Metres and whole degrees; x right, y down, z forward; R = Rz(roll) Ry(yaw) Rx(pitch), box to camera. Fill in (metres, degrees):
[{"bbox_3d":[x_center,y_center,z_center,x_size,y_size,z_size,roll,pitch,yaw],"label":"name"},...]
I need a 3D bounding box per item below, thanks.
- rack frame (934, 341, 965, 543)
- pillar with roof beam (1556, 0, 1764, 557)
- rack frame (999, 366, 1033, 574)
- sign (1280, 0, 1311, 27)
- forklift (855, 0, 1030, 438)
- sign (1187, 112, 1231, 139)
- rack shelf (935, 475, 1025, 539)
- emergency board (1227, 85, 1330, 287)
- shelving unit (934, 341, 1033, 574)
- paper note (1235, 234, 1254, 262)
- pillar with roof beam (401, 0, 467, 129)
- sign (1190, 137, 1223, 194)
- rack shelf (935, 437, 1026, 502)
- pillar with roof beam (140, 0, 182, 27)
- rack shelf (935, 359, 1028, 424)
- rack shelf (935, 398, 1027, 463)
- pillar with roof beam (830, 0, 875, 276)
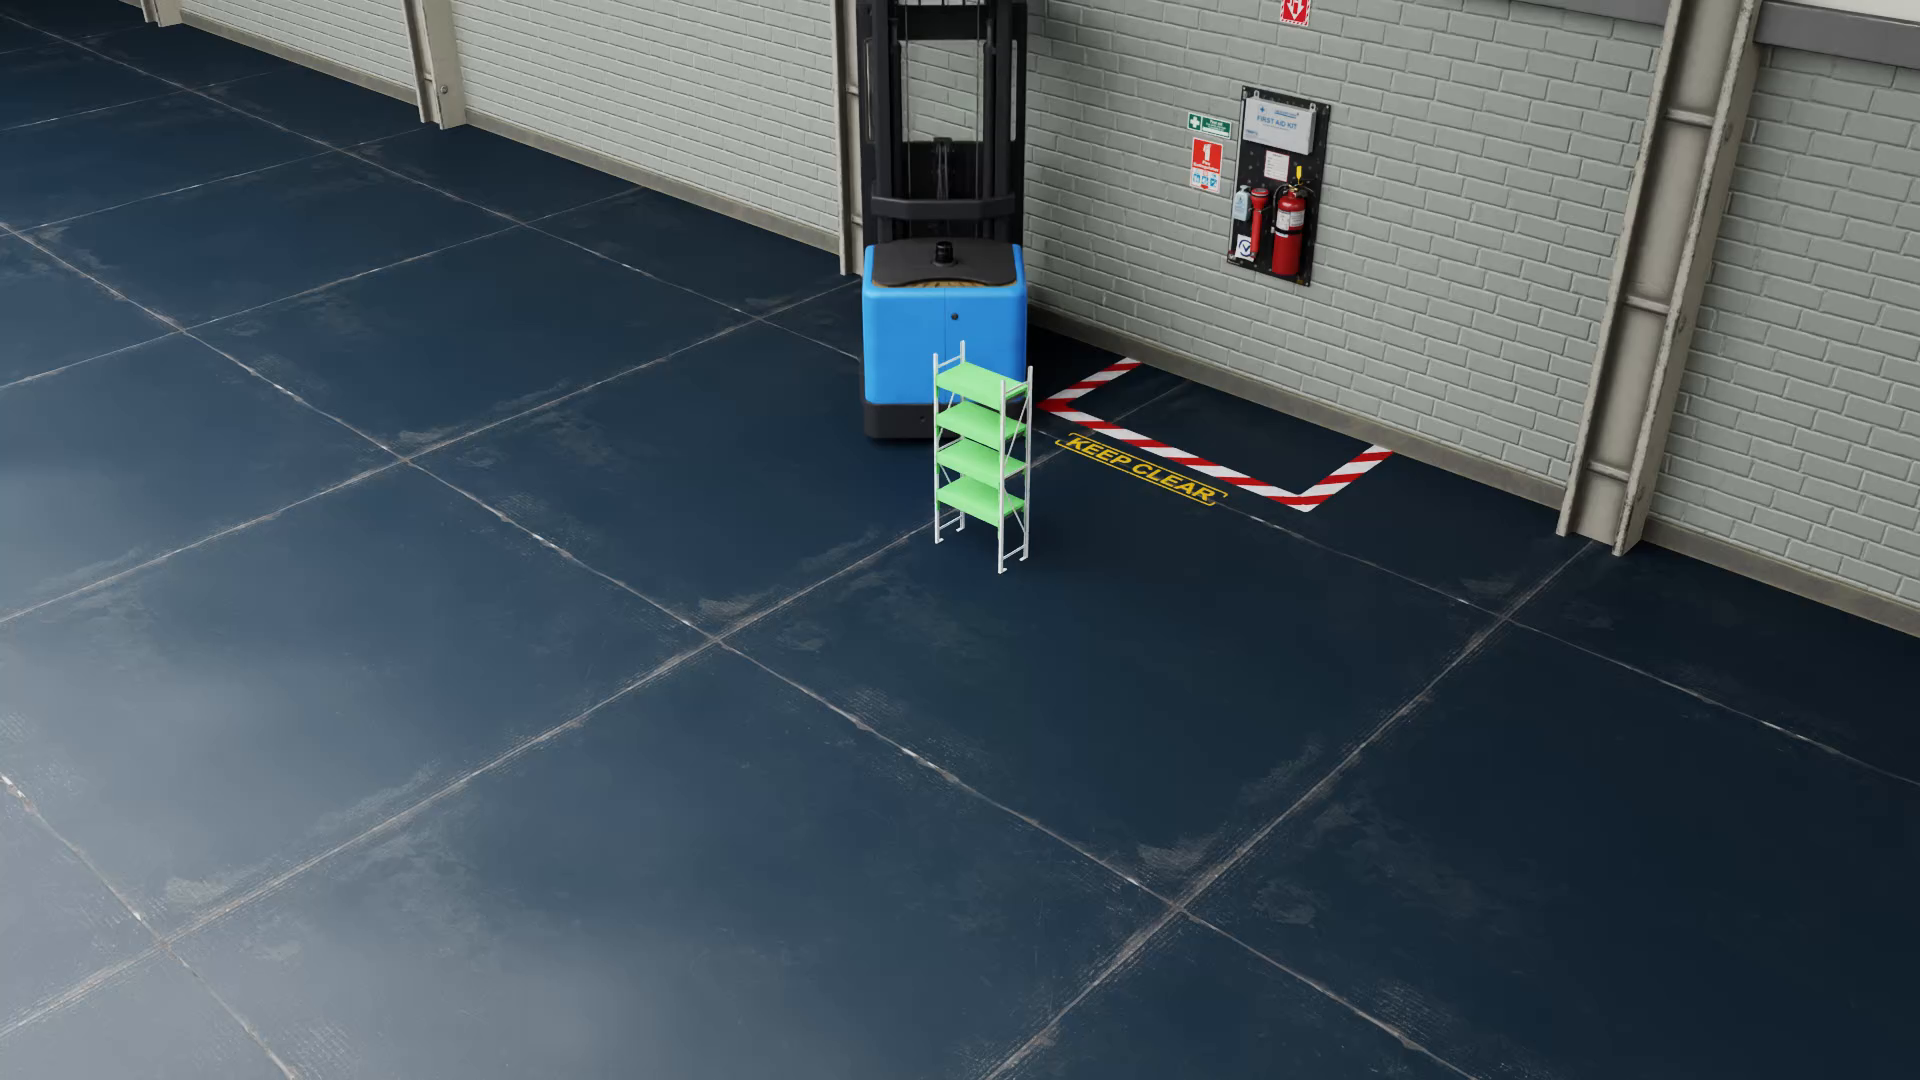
[{"bbox_3d":[-0.058,-0.541,9.430,0.015,1.200,0.240,25,39,35],"label":"rack frame"},{"bbox_3d":[0.856,-2.239,4.688,0.400,9.000,9.100,25,39,35],"label":"pillar with roof beam"},{"bbox_3d":[0.304,-0.372,9.150,0.015,1.200,0.240,25,39,35],"label":"rack frame"},{"bbox_3d":[1.999,-3.218,9.885,0.199,0.298,0.001,25,39,35],"label":"sign"},{"bbox_3d":[-0.121,-2.628,11.218,1.130,2.935,3.031,-1,31,-1],"label":"forklift"},{"bbox_3d":[1.595,-2.653,10.644,0.331,0.109,0.001,25,39,35],"label":"sign"},{"bbox_3d":[0.123,-0.196,9.447,0.480,0.148,0.258,25,39,35],"label":"rack shelf"},{"bbox_3d":[1.938,-2.184,10.415,0.643,1.169,0.194,25,39,35],"label":"emergency board"},{"bbox_3d":[0.123,-0.457,9.290,0.503,1.200,0.258,25,39,35],"label":"shelving unit"},{"bbox_3d":[1.853,-1.895,10.788,0.142,0.148,0.016,25,39,35],"label":"paper note"},{"bbox_3d":[-8.041,-6.392,11.587,0.400,9.000,9.100,25,39,35],"label":"pillar with roof beam"},{"bbox_3d":[1.597,-2.430,10.789,0.234,0.329,0.001,25,39,35],"label":"sign"},{"bbox_3d":[0.123,-0.402,9.323,0.480,0.148,0.258,25,39,35],"label":"rack shelf"},{"bbox_3d":[-12.490,-8.468,15.036,0.400,9.000,9.100,25,39,35],"label":"pillar with roof beam"},{"bbox_3d":[0.123,-0.813,9.075,0.480,0.148,0.258,25,39,35],"label":"rack shelf"},{"bbox_3d":[0.123,-0.608,9.199,0.480,0.148,0.258,25,39,35],"label":"rack shelf"},{"bbox_3d":[-3.593,-4.315,8.137,0.400,9.000,9.100,25,39,35],"label":"pillar with roof beam"}]
